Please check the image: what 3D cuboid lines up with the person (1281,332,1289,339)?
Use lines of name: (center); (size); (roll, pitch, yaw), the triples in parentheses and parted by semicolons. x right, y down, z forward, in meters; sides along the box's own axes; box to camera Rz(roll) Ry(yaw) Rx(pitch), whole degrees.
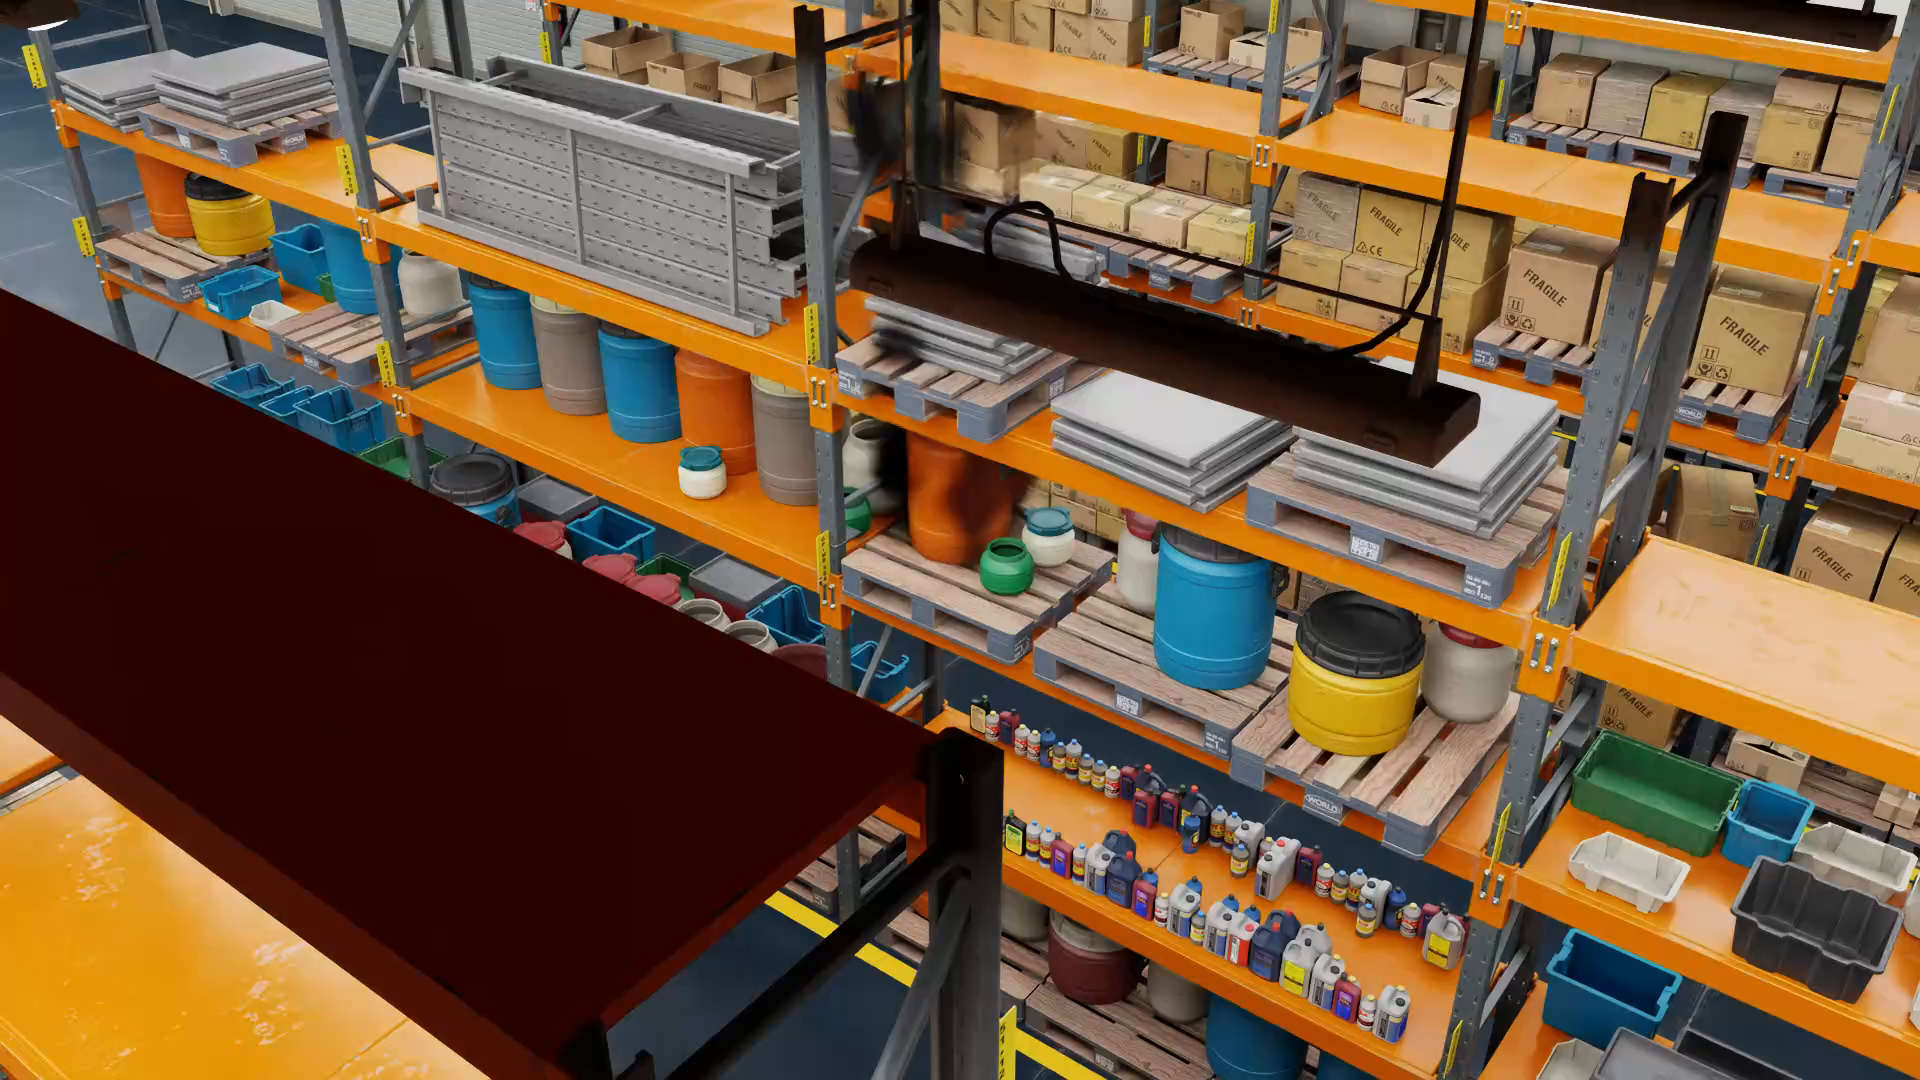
person: (3.043, -1.242, 15.706); (0.606, 1.673, 0.656); (21, 37, 31)
